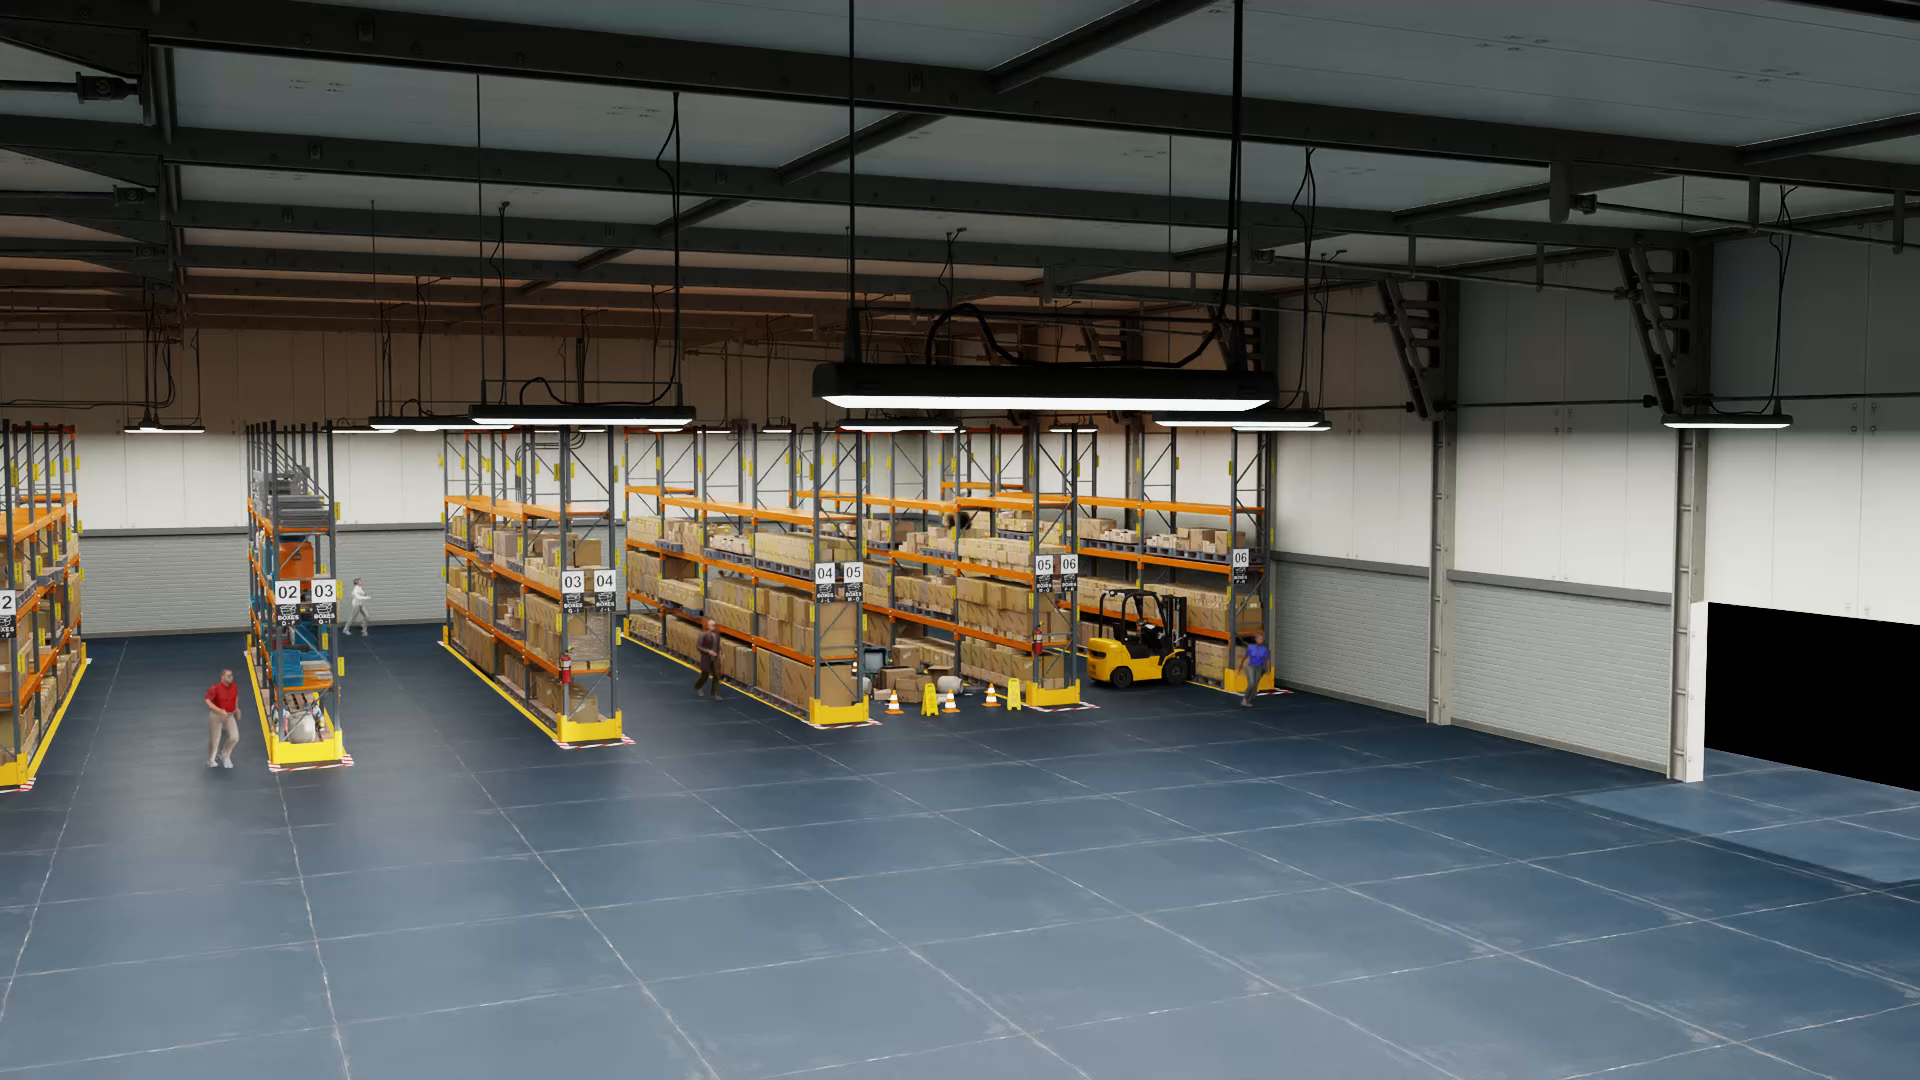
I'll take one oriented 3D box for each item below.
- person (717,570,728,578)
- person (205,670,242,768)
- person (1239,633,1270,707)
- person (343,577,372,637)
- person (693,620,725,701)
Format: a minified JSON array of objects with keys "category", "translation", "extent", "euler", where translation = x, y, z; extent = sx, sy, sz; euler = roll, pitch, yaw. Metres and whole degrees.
[{"category":"person","translation":[-7.351,1.695,52.781],"extent":[0.585,1.535,0.909],"euler":[3,5,41]},{"category":"person","translation":[-12.700,3.103,28.672],"extent":[0.759,1.743,0.678],"euler":[3,5,40]},{"category":"person","translation":[6.196,2.739,34.893],"extent":[0.558,1.597,0.718],"euler":[-1,4,-13]},{"category":"person","translation":[-17.171,1.918,47.389],"extent":[0.831,1.745,0.584],"euler":[0,4,-1]},{"category":"person","translation":[-5.494,2.587,36.159],"extent":[0.691,1.736,0.977],"euler":[-3,5,-38]}]
